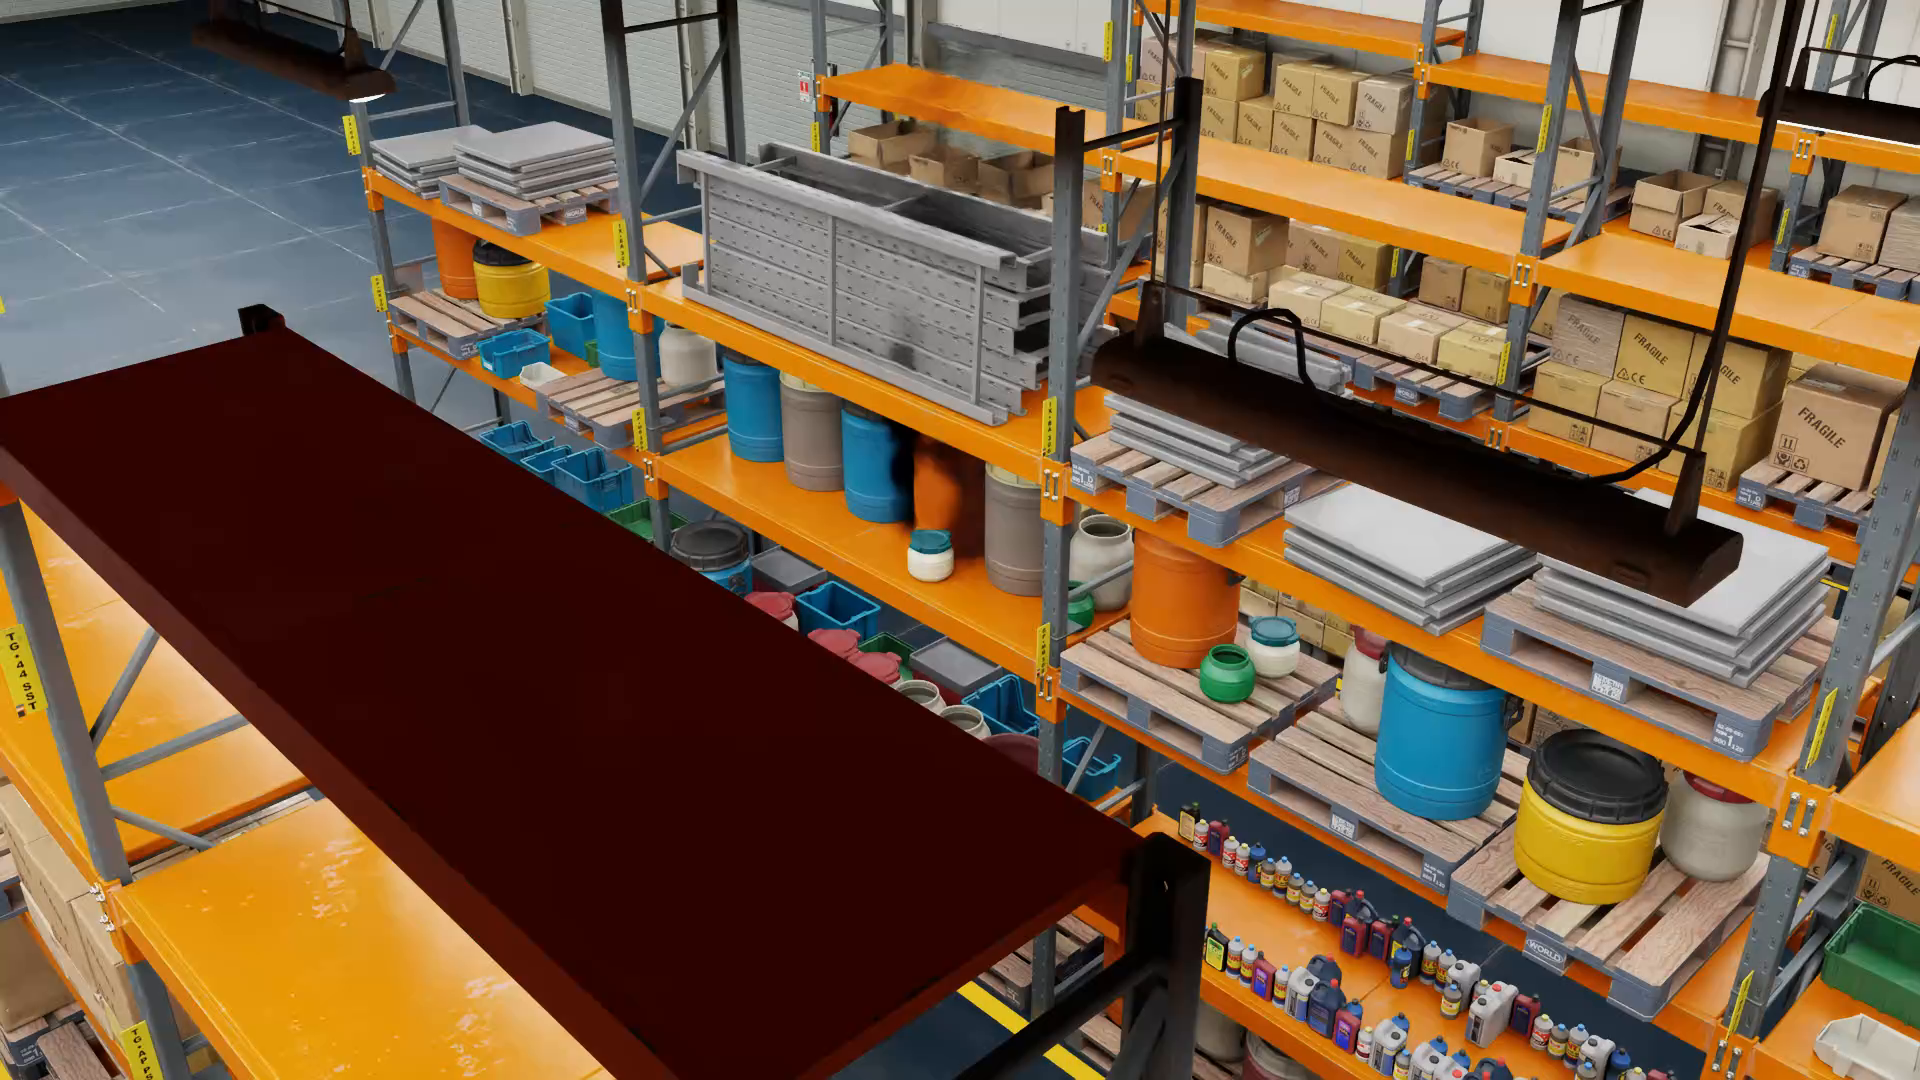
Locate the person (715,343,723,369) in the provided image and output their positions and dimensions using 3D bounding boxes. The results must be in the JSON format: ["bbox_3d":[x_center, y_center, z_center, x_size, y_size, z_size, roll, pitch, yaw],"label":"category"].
[{"bbox_3d":[-2.810,-2.399,19.723,0.606,1.537,0.575,-6,29,-11],"label":"person"}]
